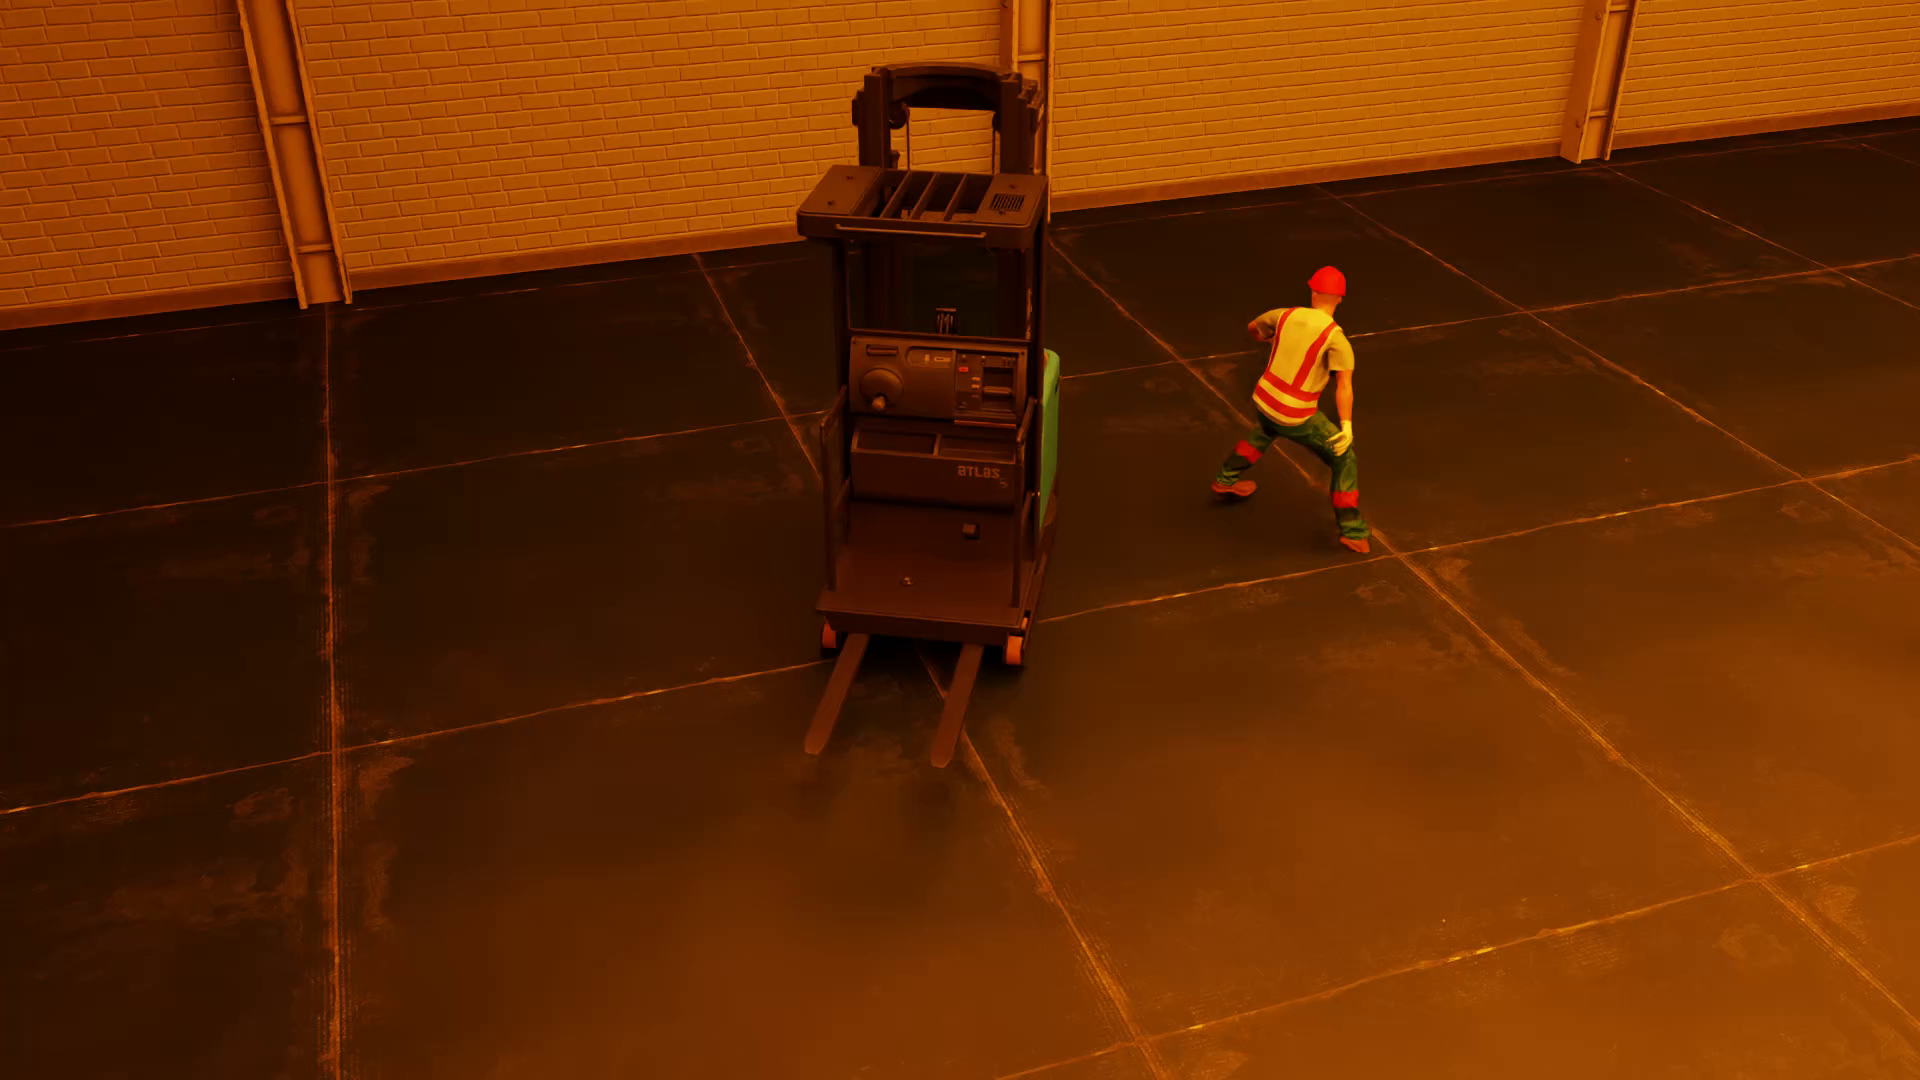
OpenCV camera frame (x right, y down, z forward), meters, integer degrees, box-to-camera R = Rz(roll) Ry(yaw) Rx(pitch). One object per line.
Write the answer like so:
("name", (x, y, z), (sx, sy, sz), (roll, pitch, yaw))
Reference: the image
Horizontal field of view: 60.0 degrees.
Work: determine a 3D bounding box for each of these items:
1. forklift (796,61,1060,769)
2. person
("forklift", (-0.150, -0.789, 8.459), (1.130, 2.935, 3.031), (5, 30, 8))
("person", (2.036, -0.744, 9.817), (0.579, 1.732, 1.128), (-17, 34, -27))
